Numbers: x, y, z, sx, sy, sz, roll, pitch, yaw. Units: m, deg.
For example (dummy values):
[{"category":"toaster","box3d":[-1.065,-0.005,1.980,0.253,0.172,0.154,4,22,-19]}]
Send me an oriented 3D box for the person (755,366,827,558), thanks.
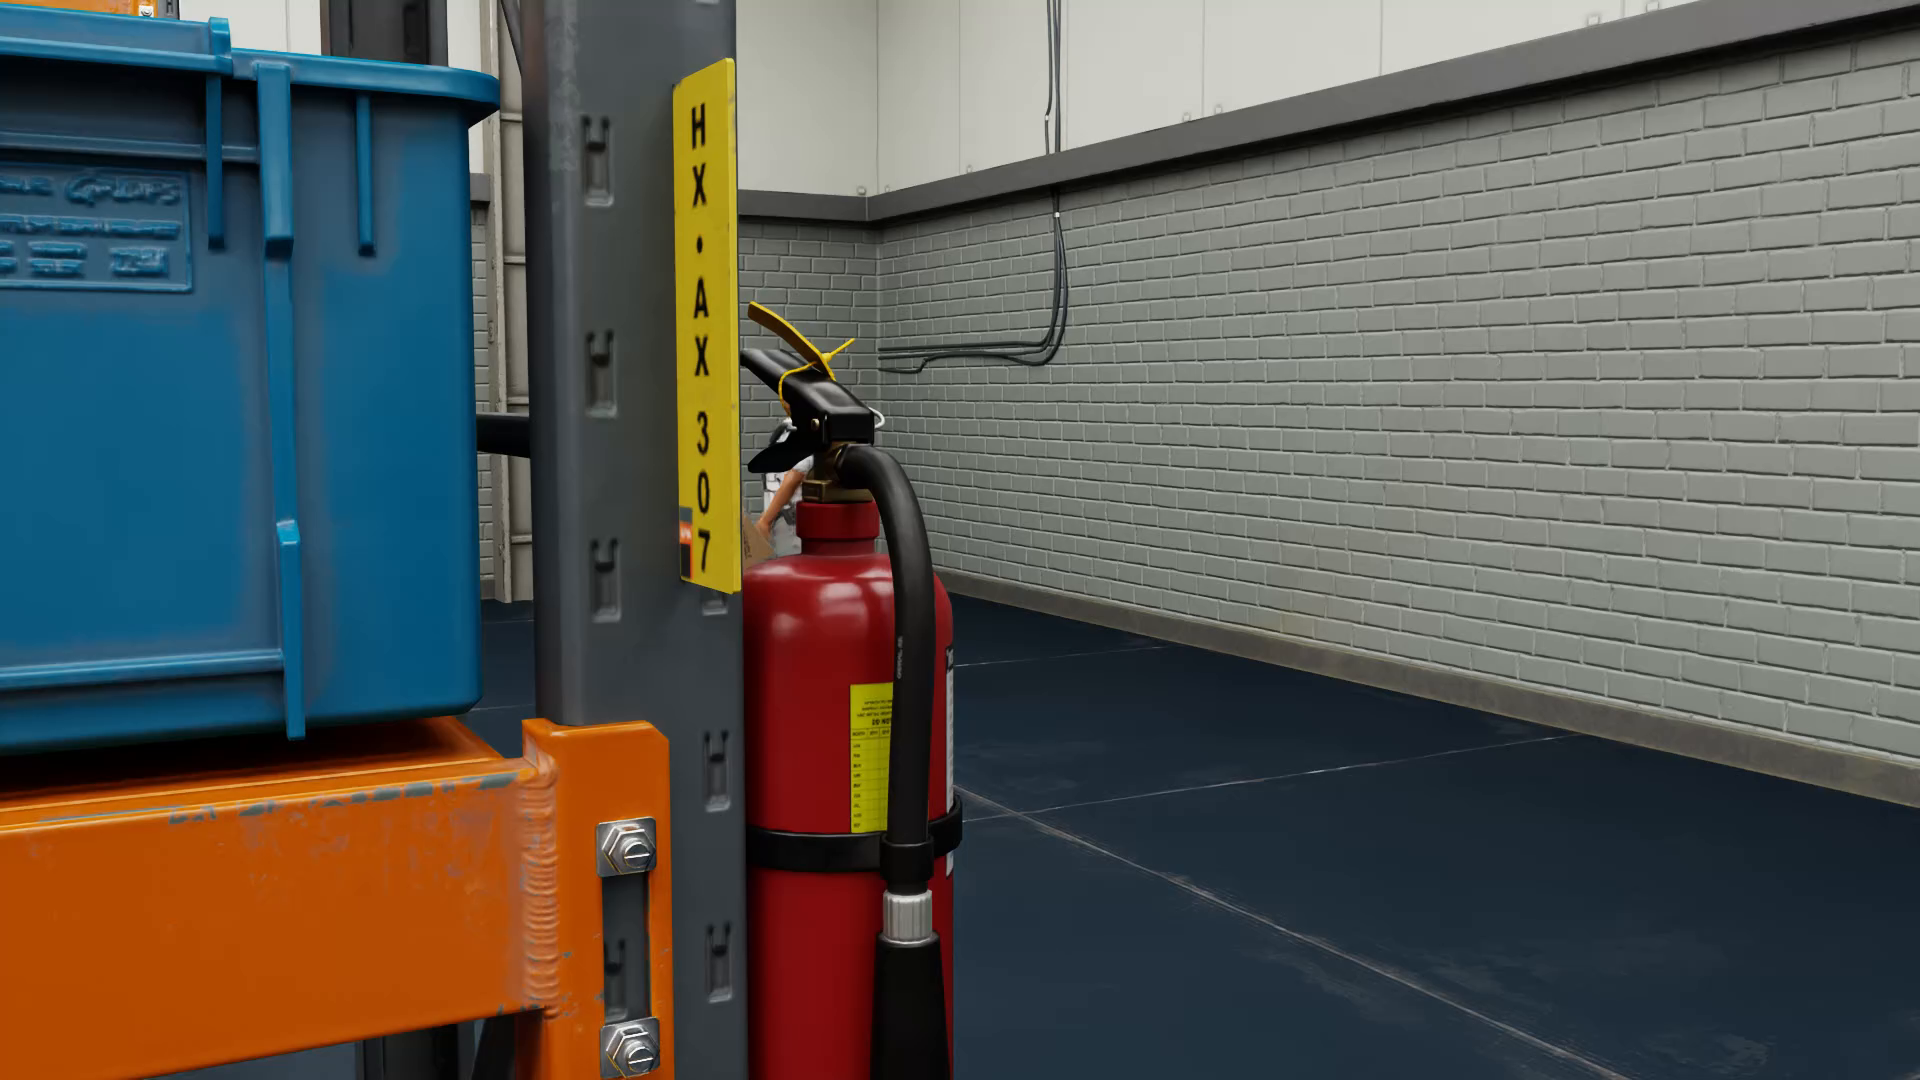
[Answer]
[{"category":"person","box3d":[-0.894,-0.064,8.587,0.511,1.669,0.512,0,5,1]}]
